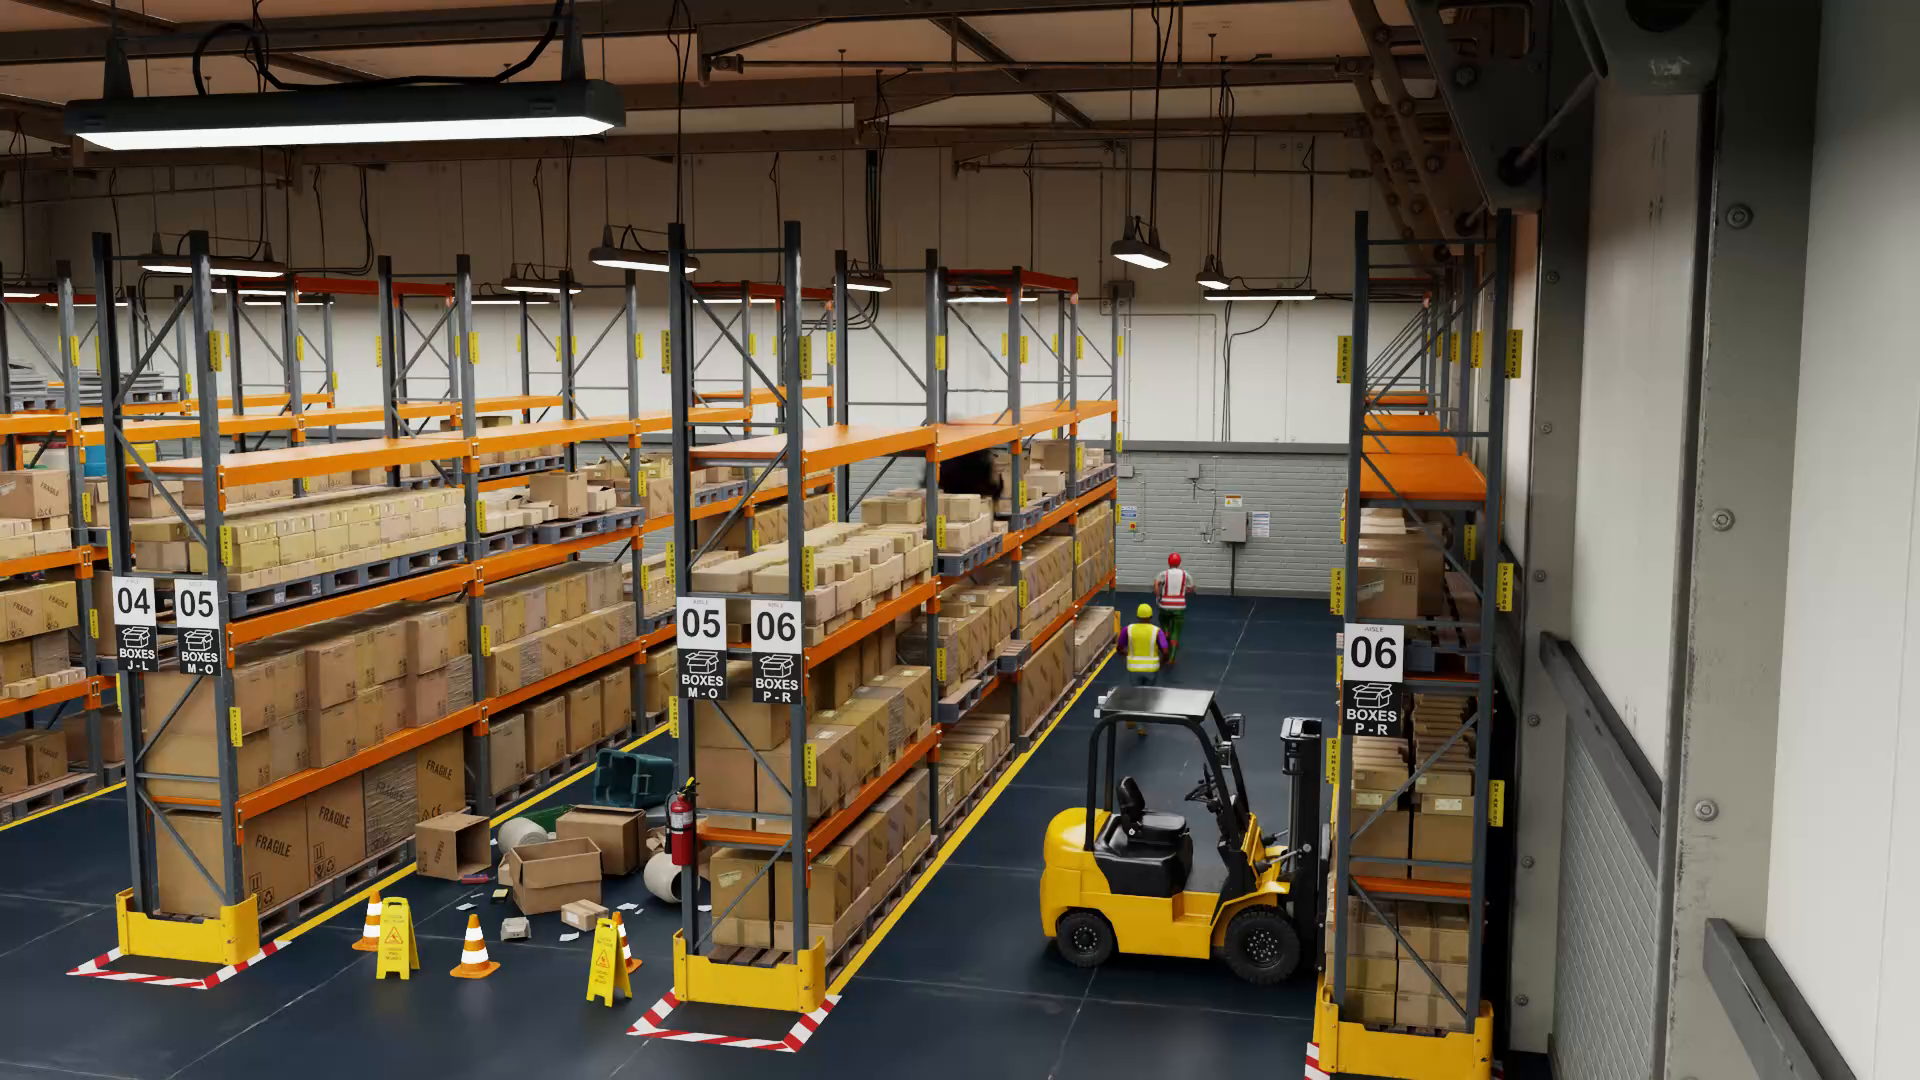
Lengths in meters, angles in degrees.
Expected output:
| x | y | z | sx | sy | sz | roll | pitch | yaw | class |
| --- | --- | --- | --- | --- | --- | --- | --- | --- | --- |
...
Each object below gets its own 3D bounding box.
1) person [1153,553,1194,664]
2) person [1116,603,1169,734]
| x | y | z | sx | sy | sz | roll | pitch | yaw | class |
| --- | --- | --- | --- | --- | --- | --- | --- | --- | --- |
| 3.363 | 1.101 | 26.202 | 0.635 | 1.802 | 0.789 | 1 | 7 | 8 | person |
| 2.374 | 1.679 | 21.622 | 0.686 | 1.722 | 0.589 | 2 | 7 | 15 | person |
